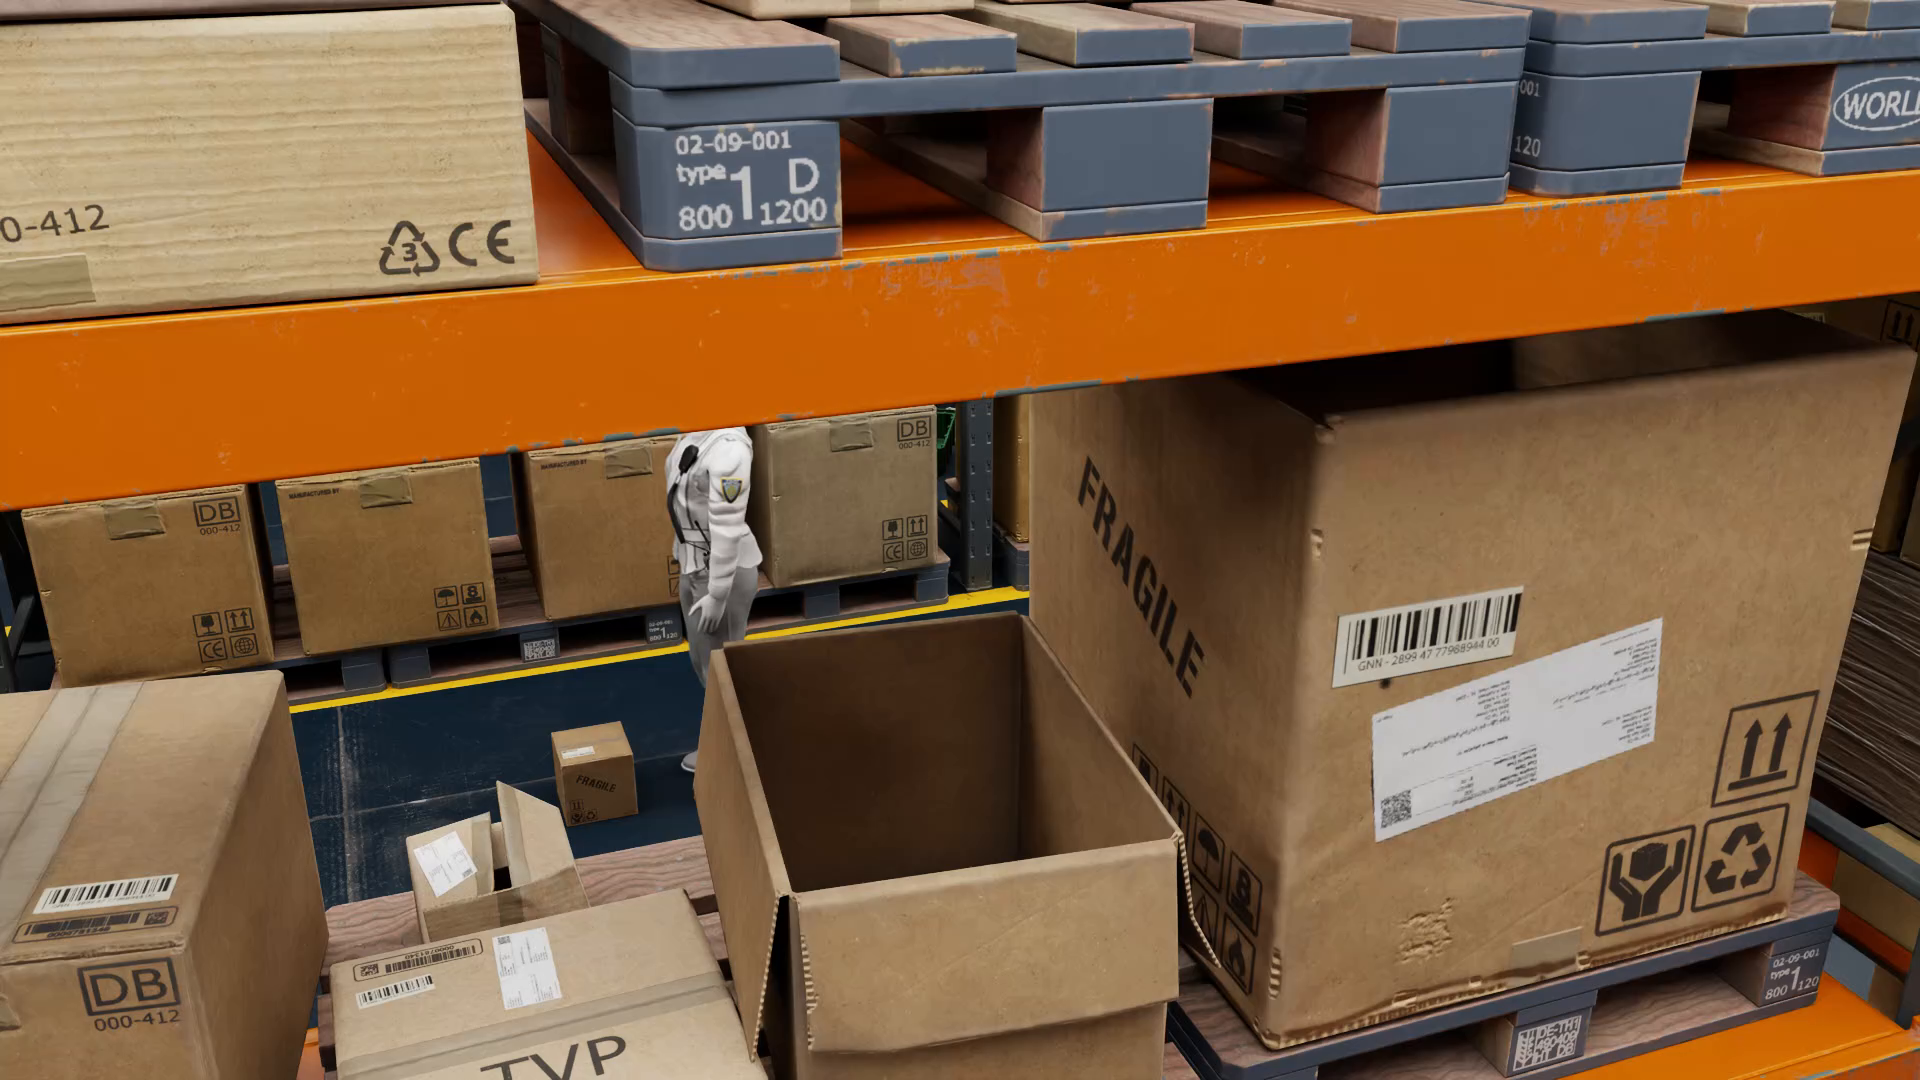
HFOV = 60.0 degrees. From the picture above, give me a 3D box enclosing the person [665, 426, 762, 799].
[{"bbox_3d":[-0.855,0.128,5.797,0.327,1.663,0.470,-8,24,-18],"label":"person"}]
